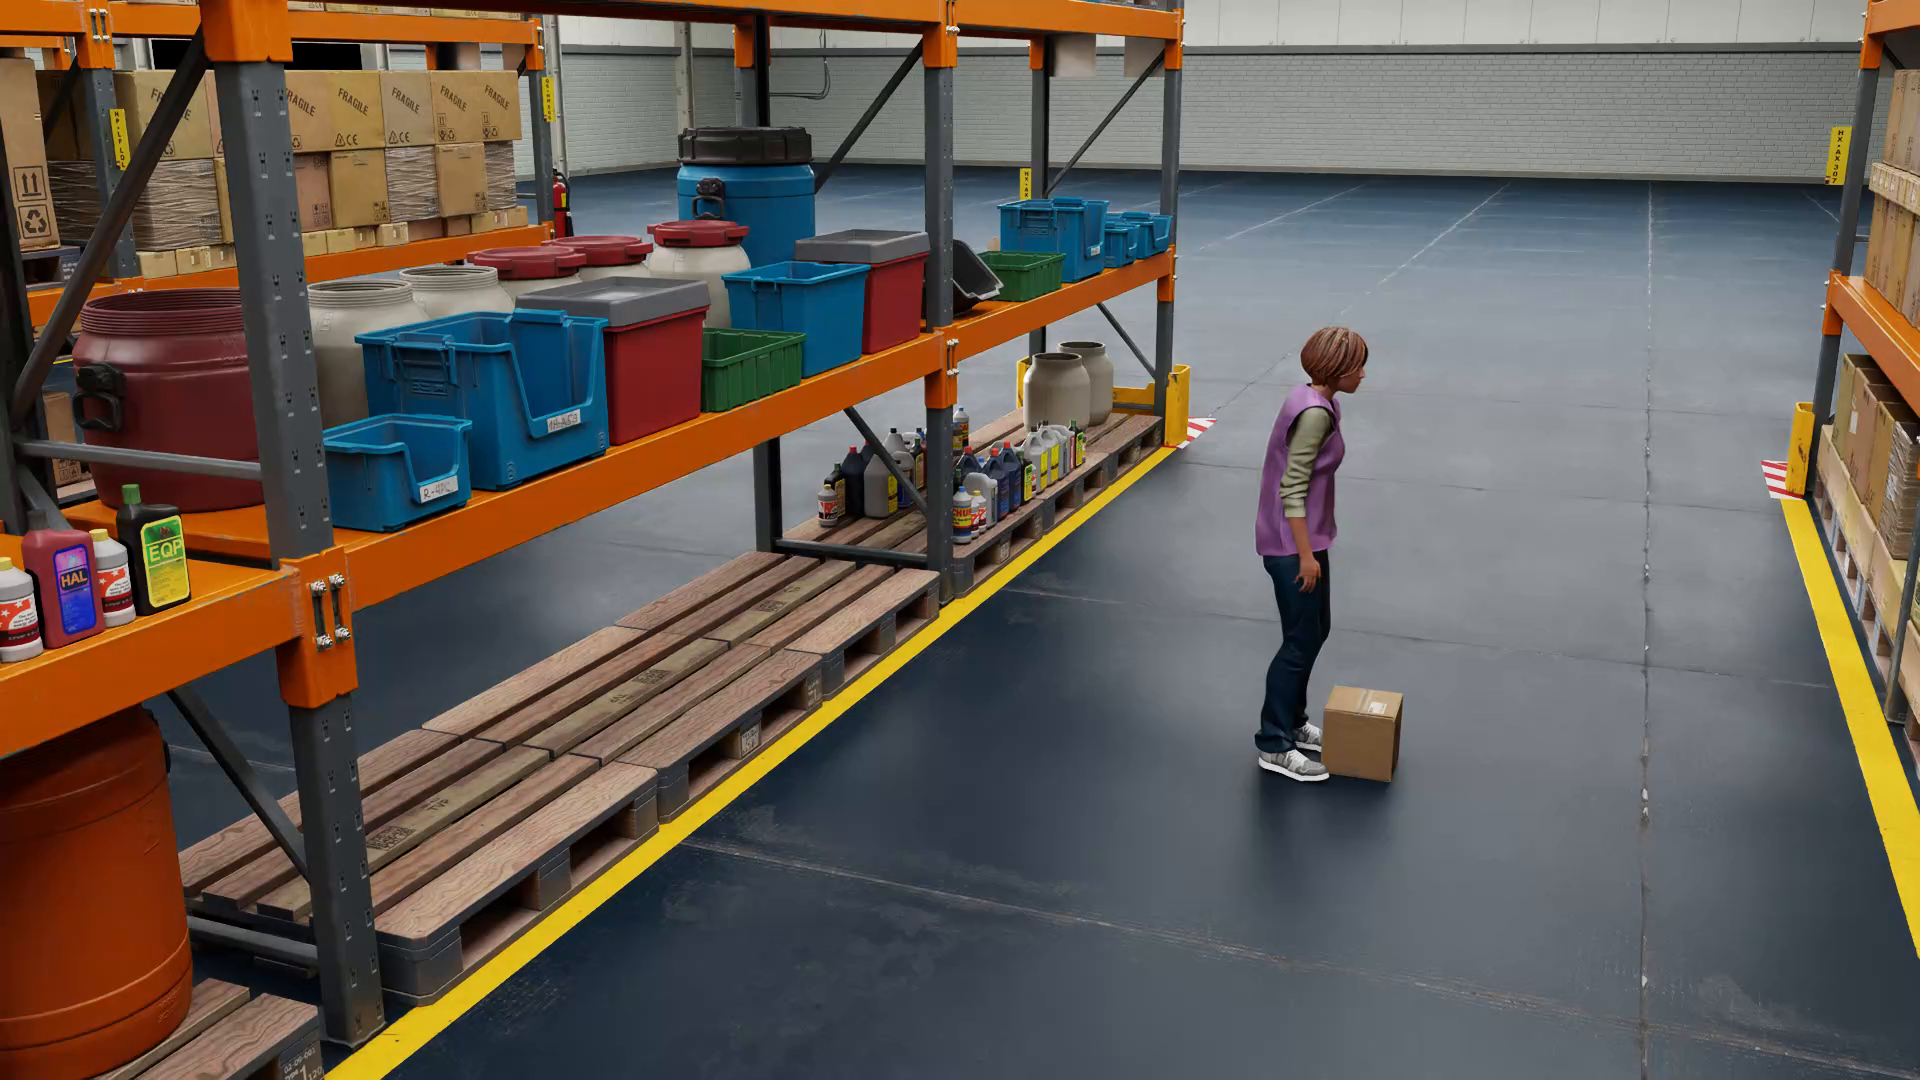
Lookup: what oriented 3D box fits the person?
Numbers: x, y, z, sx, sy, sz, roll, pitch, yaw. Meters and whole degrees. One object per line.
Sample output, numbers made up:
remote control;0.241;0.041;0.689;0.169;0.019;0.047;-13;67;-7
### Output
person;1.229;0.031;5.935;0.346;1.592;0.484;5;16;17
